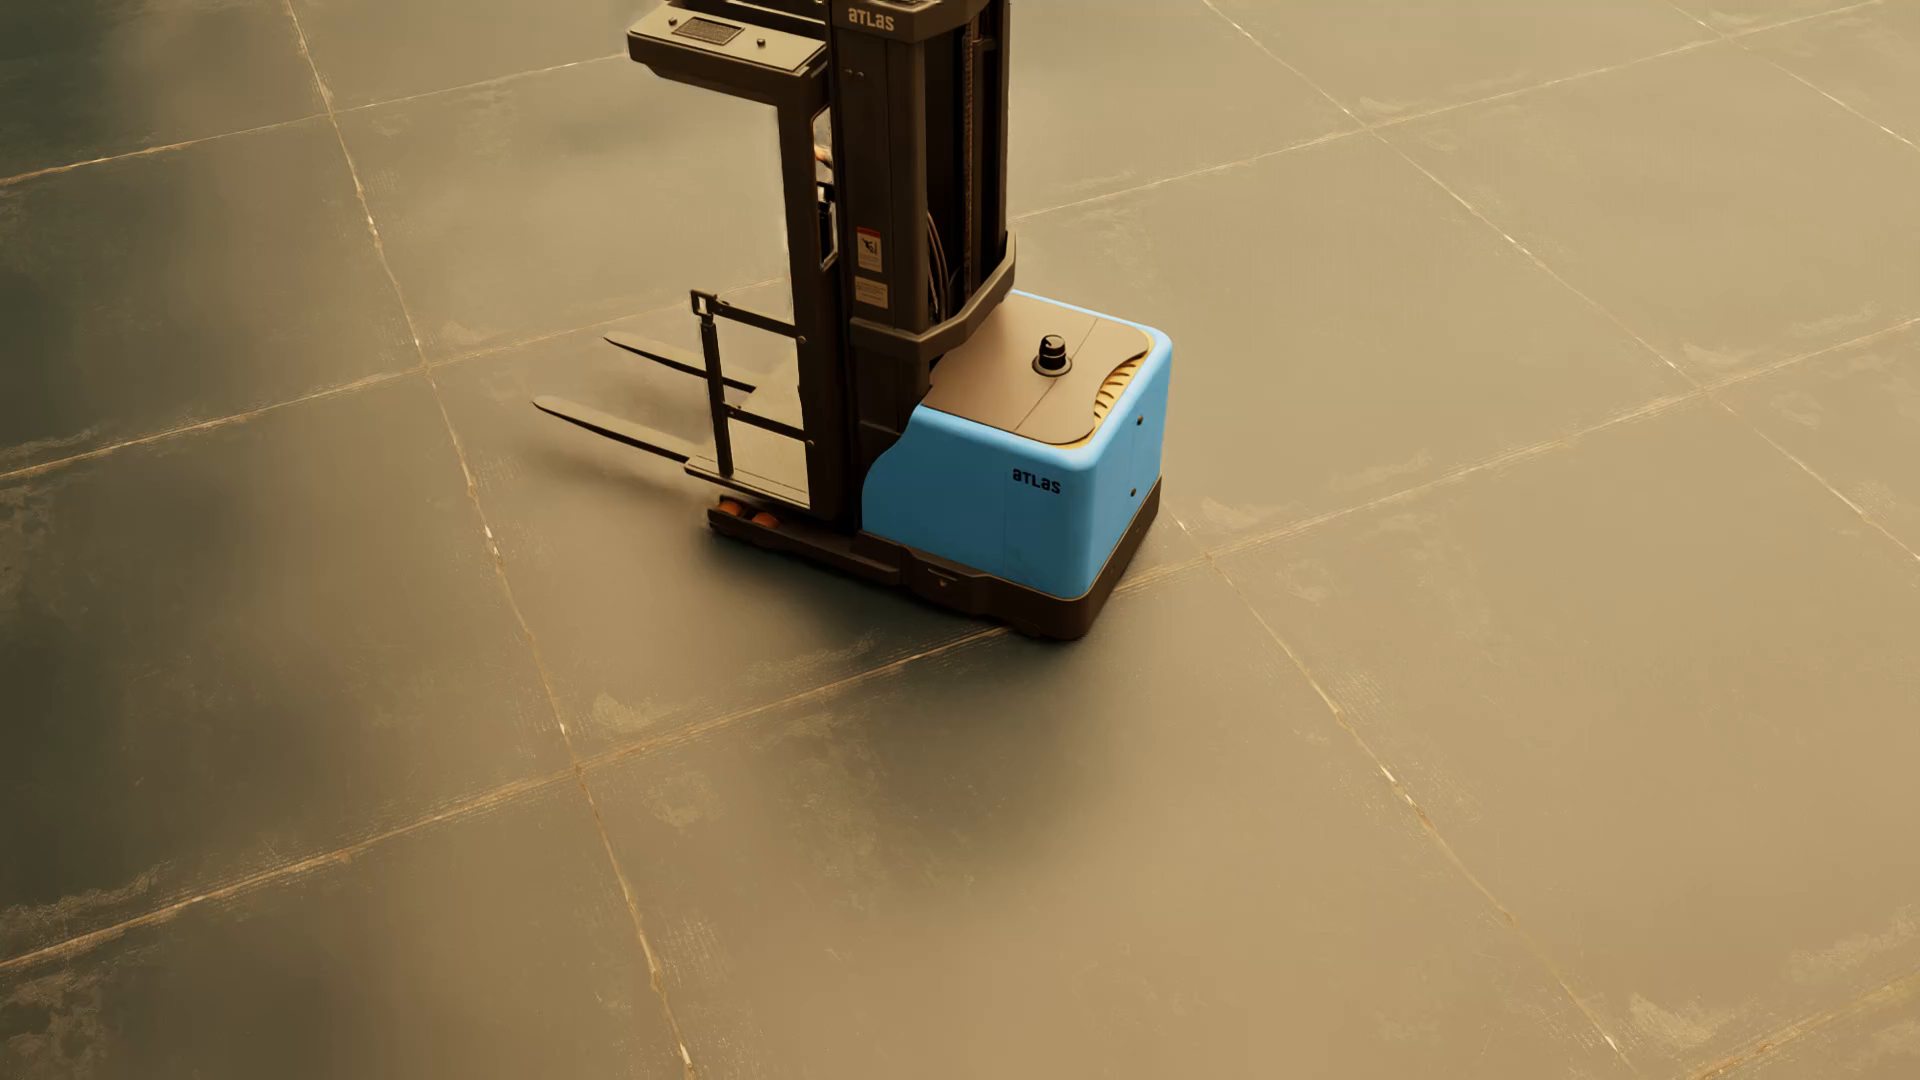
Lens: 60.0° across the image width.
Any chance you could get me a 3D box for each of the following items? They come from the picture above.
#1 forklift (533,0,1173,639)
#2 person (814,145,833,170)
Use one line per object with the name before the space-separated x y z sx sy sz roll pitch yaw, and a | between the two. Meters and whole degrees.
forklift | -0.614 -1.338 7.114 3.031 2.935 1.130 19 46 19
person | -0.297 -1.829 8.692 1.064 1.546 0.872 3 43 3
